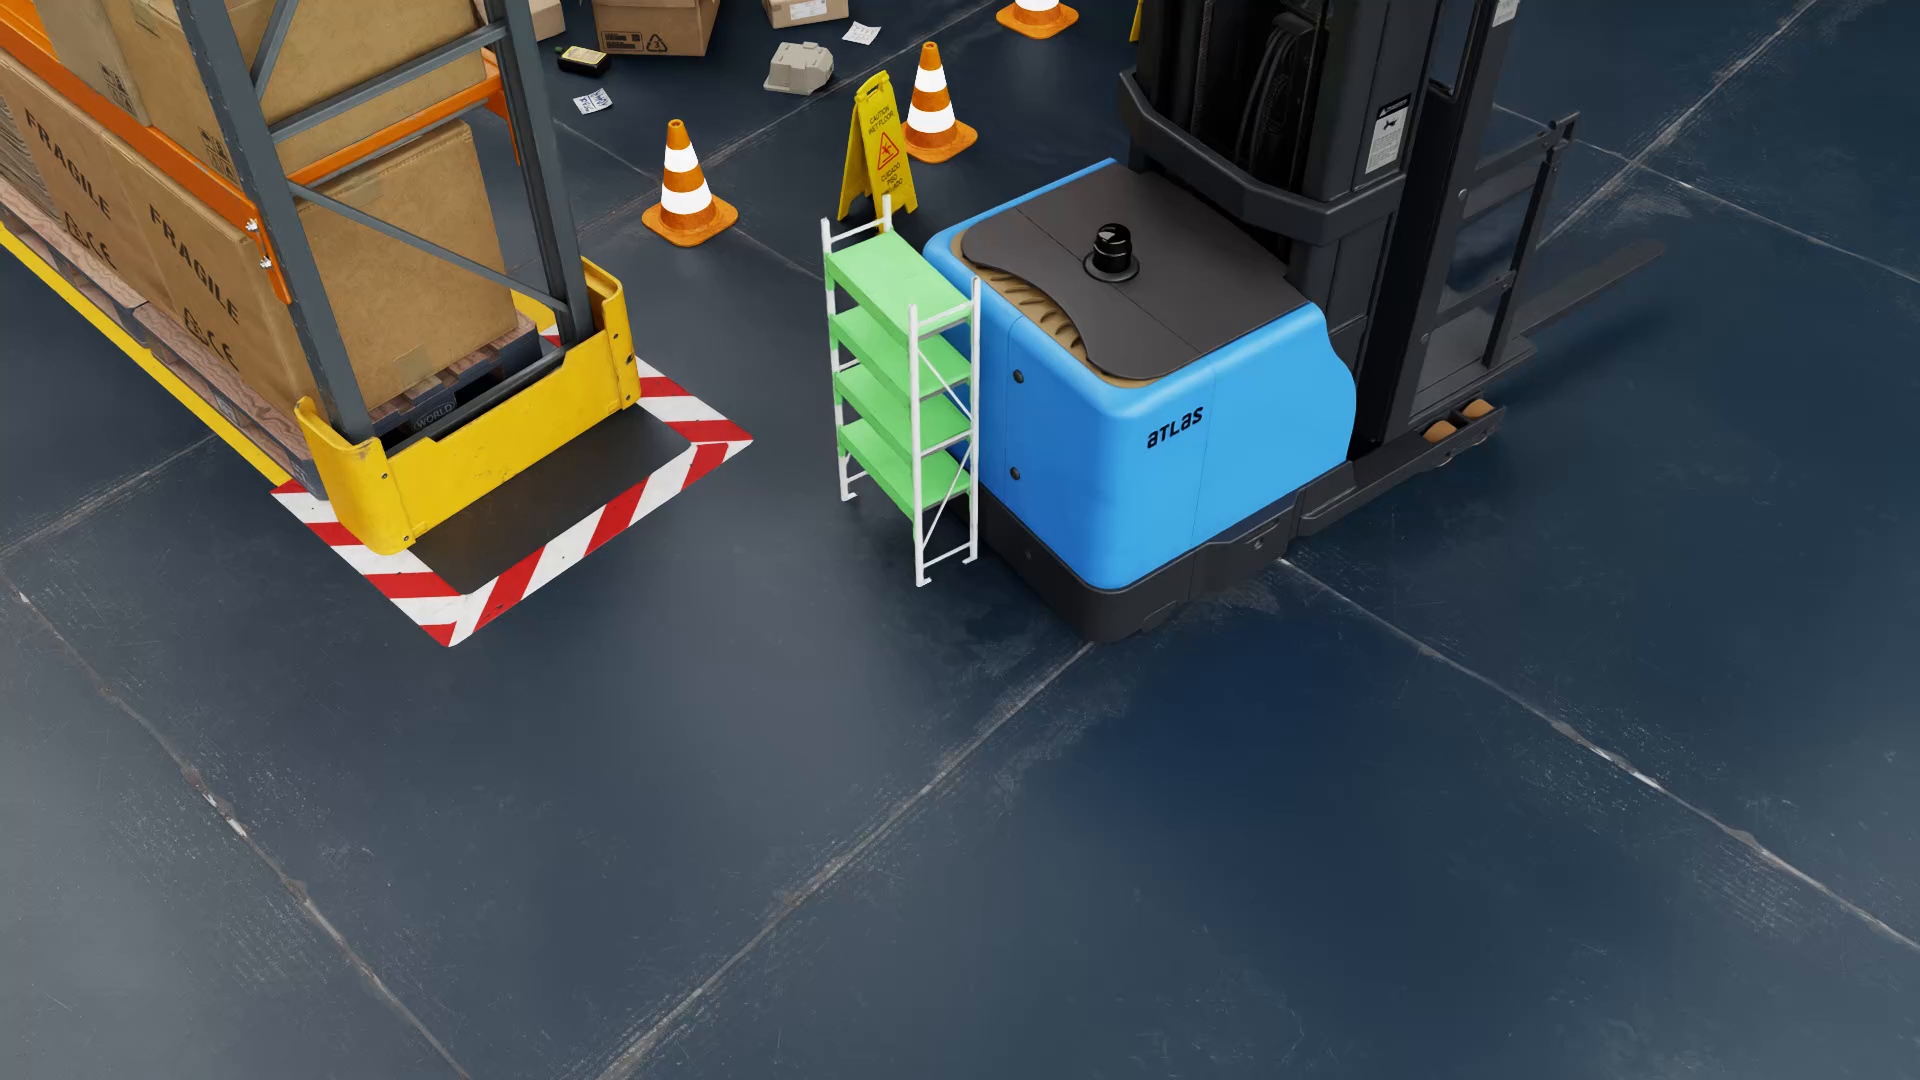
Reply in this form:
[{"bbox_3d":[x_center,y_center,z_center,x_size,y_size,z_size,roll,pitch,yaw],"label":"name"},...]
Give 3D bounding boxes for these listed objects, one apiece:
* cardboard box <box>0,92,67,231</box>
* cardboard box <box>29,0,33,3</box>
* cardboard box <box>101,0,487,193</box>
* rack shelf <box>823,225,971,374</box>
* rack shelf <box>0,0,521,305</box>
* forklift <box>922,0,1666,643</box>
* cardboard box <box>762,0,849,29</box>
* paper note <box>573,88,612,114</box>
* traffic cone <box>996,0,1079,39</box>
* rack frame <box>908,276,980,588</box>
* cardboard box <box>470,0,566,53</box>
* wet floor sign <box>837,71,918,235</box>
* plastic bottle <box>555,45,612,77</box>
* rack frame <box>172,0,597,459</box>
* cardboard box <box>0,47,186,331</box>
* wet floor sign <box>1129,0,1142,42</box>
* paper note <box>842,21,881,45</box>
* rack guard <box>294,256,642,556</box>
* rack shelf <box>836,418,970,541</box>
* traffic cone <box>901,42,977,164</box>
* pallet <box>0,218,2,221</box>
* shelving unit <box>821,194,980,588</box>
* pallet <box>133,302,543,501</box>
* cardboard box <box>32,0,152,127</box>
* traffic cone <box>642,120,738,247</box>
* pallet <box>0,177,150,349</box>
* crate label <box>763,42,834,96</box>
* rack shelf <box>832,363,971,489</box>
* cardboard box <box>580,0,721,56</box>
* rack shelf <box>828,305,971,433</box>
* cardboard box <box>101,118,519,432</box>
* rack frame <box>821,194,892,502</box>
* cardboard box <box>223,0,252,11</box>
[{"bbox_3d":[-3.573,-1.966,6.707,0.875,0.875,0.875,34,56,28],"label":"cardboard box"},{"bbox_3d":[-2.762,-2.178,5.635,0.550,0.550,0.875,34,55,28],"label":"cardboard box"},{"bbox_3d":[-2.016,-1.574,5.067,0.550,0.550,0.875,34,55,28],"label":"cardboard box"},{"bbox_3d":[-0.181,-0.736,5.047,0.258,0.148,0.480,-26,52,-22],"label":"rack shelf"},{"bbox_3d":[-3.183,-2.106,6.163,4.000,0.370,1.077,34,55,28],"label":"rack shelf"},{"bbox_3d":[1.357,-1.552,5.197,3.031,2.935,1.130,-28,53,-24],"label":"forklift"},{"bbox_3d":[-0.763,-2.655,8.141,0.380,0.149,0.250,-13,48,-12],"label":"cardboard box"},{"bbox_3d":[-1.683,-2.011,7.618,0.144,0.017,0.142,-21,50,-18],"label":"paper note"},{"bbox_3d":[0.379,-2.718,7.985,0.334,0.463,0.336,34,55,28],"label":"traffic cone"},{"bbox_3d":[-0.045,-0.303,5.211,0.240,1.200,0.015,-26,52,-22],"label":"rack frame"},{"bbox_3d":[-2.140,-2.542,7.955,0.396,0.266,0.258,-29,53,-25],"label":"cardboard box"},{"bbox_3d":[-0.349,-1.604,6.813,0.232,0.644,0.267,25,52,22],"label":"wet floor sign"},{"bbox_3d":[-1.798,-2.262,7.832,0.283,0.061,0.133,17,49,15],"label":"plastic bottle"},{"bbox_3d":[-1.713,-1.364,4.973,0.127,3.000,1.000,34,55,28],"label":"rack frame"},{"bbox_3d":[-2.904,-1.514,6.283,0.875,0.875,0.875,33,55,27],"label":"cardboard box"},{"bbox_3d":[0.984,-2.592,7.741,0.267,0.644,0.232,-21,50,-18],"label":"wet floor sign"},{"bbox_3d":[-0.475,-2.450,8.029,0.142,0.019,0.148,17,49,15],"label":"paper note"},{"bbox_3d":[-1.695,-0.496,5.873,0.348,0.500,1.175,34,55,28],"label":"rack guard"},{"bbox_3d":[-0.180,-0.243,5.572,0.258,0.148,0.480,-26,52,-22],"label":"rack shelf"},{"bbox_3d":[-0.124,-1.956,7.269,0.334,0.463,0.336,34,55,28],"label":"traffic cone"},{"bbox_3d":[-4.147,-1.969,7.454,1.213,0.211,1.003,34,55,28],"label":"pallet"},{"bbox_3d":[-0.181,-0.451,5.350,0.258,1.200,0.503,-26,52,-22],"label":"shelving unit"},{"bbox_3d":[-2.354,-0.762,6.321,1.213,0.211,1.003,34,55,28],"label":"pallet"},{"bbox_3d":[-2.435,-1.834,5.312,0.550,0.550,0.875,34,55,28],"label":"cardboard box"},{"bbox_3d":[-1.140,-1.518,6.858,0.334,0.463,0.336,34,55,28],"label":"traffic cone"},{"bbox_3d":[-3.246,-1.366,6.888,1.213,0.211,1.003,34,55,28],"label":"pallet"},{"bbox_3d":[-0.744,-2.200,7.721,0.298,0.136,0.250,9,48,9],"label":"crate label"},{"bbox_3d":[-0.181,-0.407,5.397,0.258,0.148,0.480,-26,52,-22],"label":"rack shelf"},{"bbox_3d":[-1.438,-2.723,7.962,0.637,0.503,0.797,2,47,2],"label":"cardboard box"},{"bbox_3d":[-0.181,-0.571,5.222,0.258,0.148,0.480,-26,52,-22],"label":"rack shelf"},{"bbox_3d":[-2.256,-1.080,5.876,0.875,0.875,0.875,34,56,28],"label":"cardboard box"},{"bbox_3d":[-0.316,-0.599,5.489,0.240,1.200,0.015,-26,52,-22],"label":"rack frame"},{"bbox_3d":[-1.959,-1.989,4.716,0.550,0.550,0.875,34,55,28],"label":"cardboard box"}]
